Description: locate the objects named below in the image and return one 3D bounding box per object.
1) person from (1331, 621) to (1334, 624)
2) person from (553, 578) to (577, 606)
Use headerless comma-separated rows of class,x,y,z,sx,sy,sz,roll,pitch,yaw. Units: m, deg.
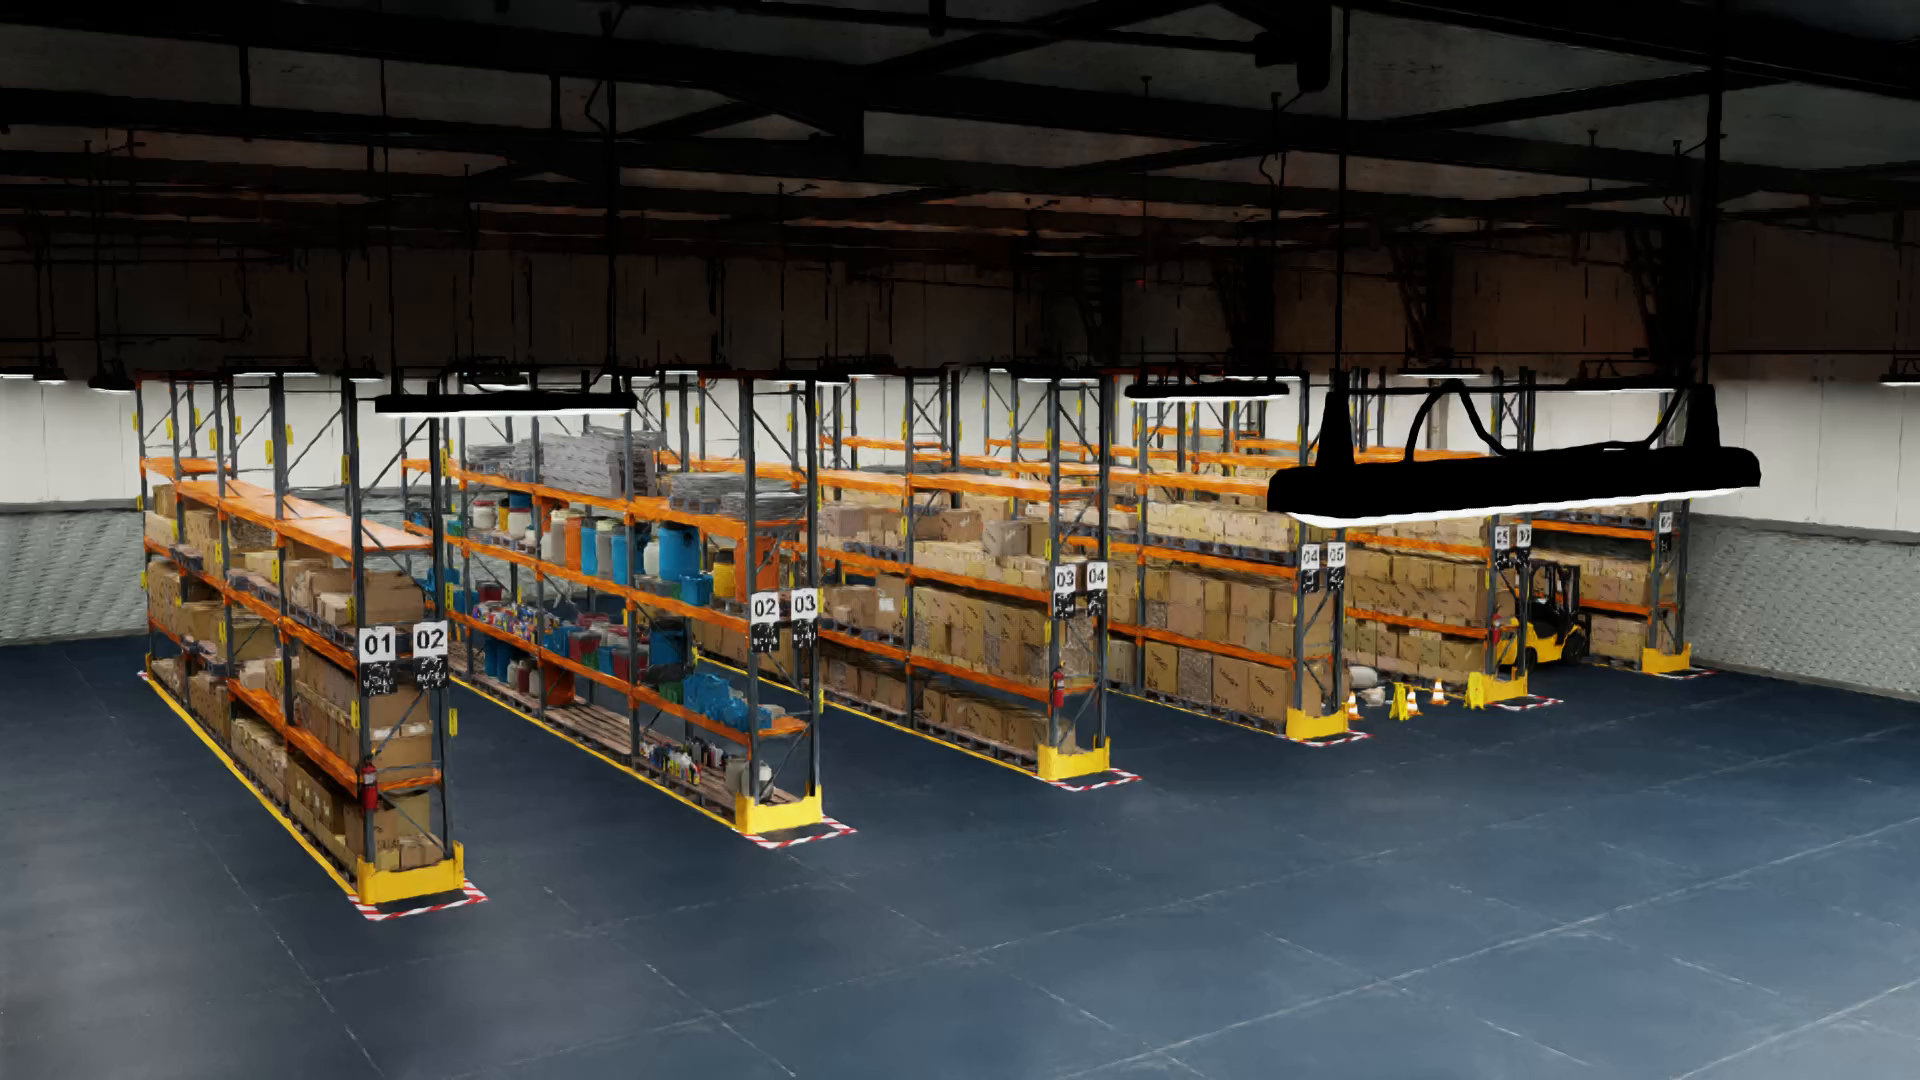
person,8.443,1.074,38.768,0.595,1.762,0.475,3,7,24
person,-9.868,0.829,41.520,0.489,1.664,0.668,1,7,11
